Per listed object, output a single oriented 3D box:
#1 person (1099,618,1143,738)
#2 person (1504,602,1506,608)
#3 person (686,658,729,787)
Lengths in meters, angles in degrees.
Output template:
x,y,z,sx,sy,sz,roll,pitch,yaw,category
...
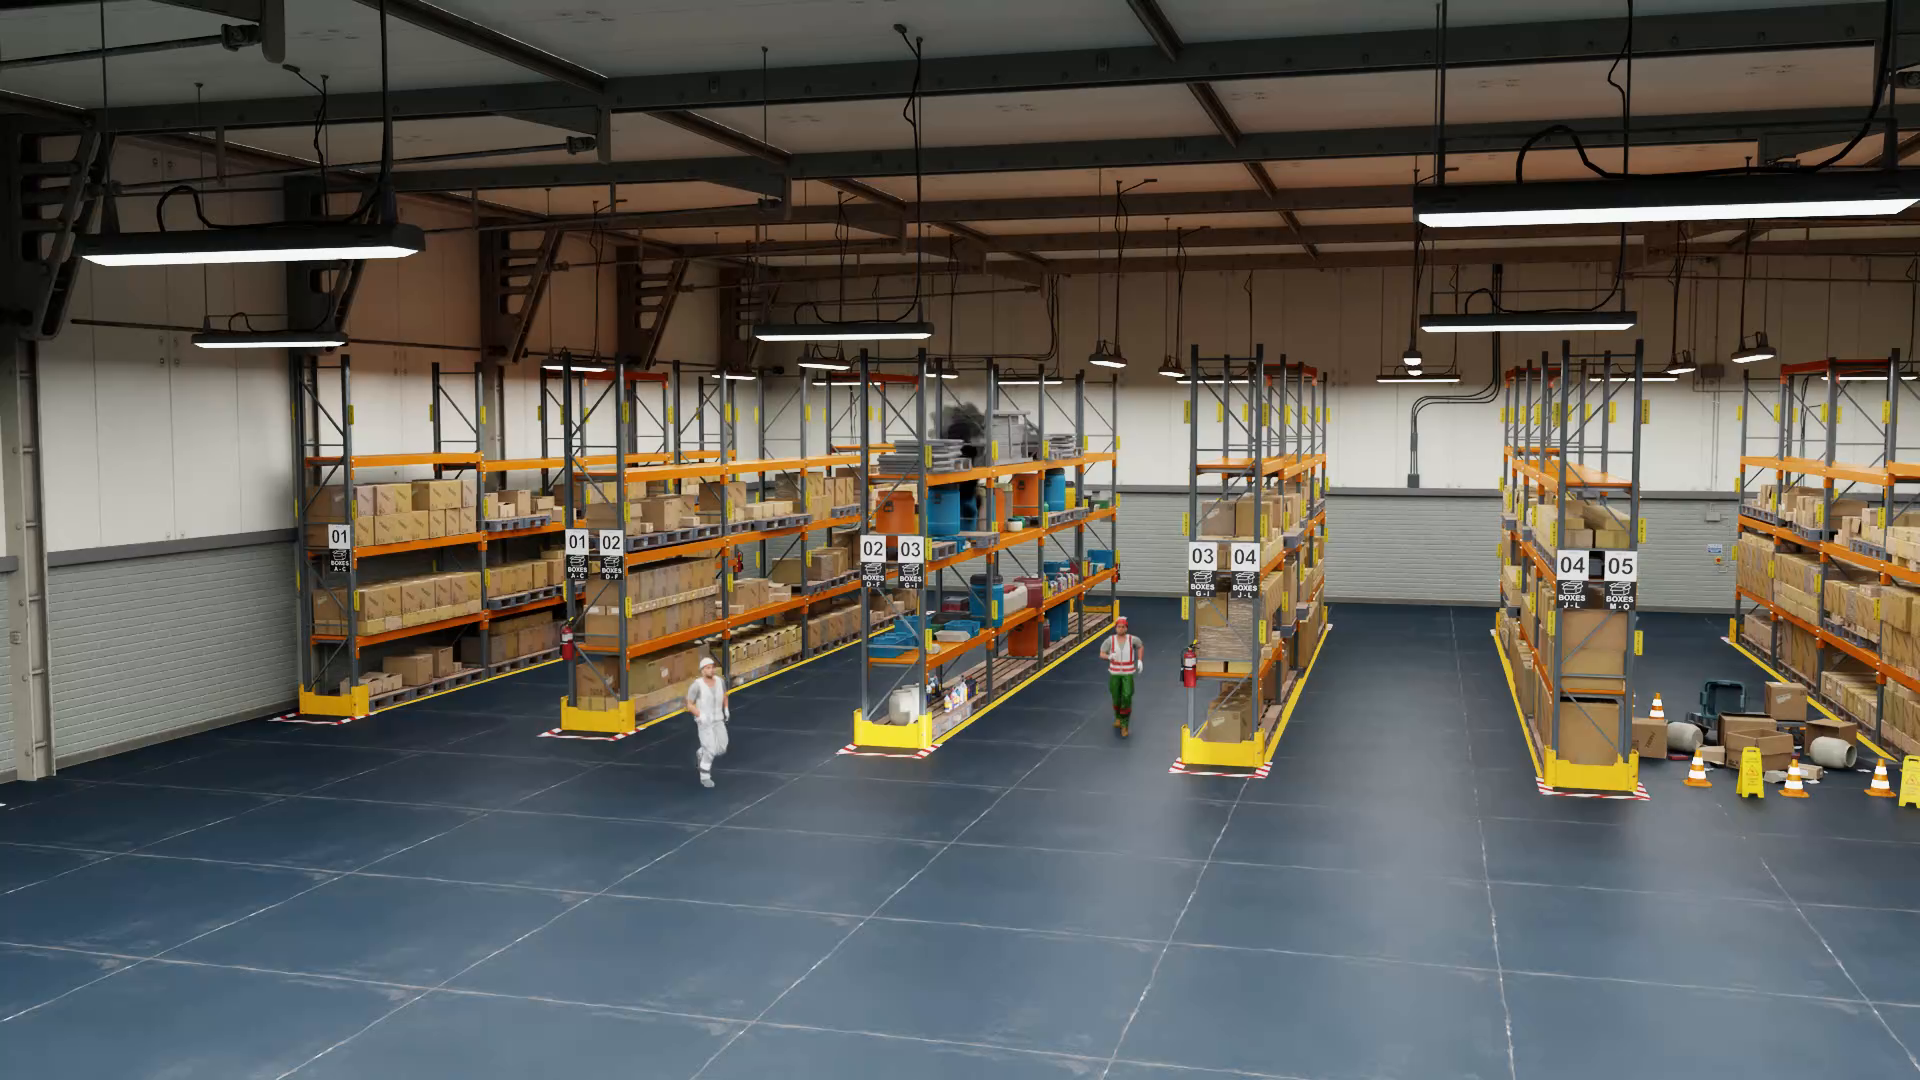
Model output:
x,y,z,sx,sy,sz,roll,pitch,yaw,category
2.528,2.136,26.148,0.661,1.846,0.817,1,4,11,person
12.977,1.277,38.960,0.529,1.612,0.630,1,4,10,person
-3.404,2.453,22.512,0.677,1.750,0.669,-4,6,-39,person
